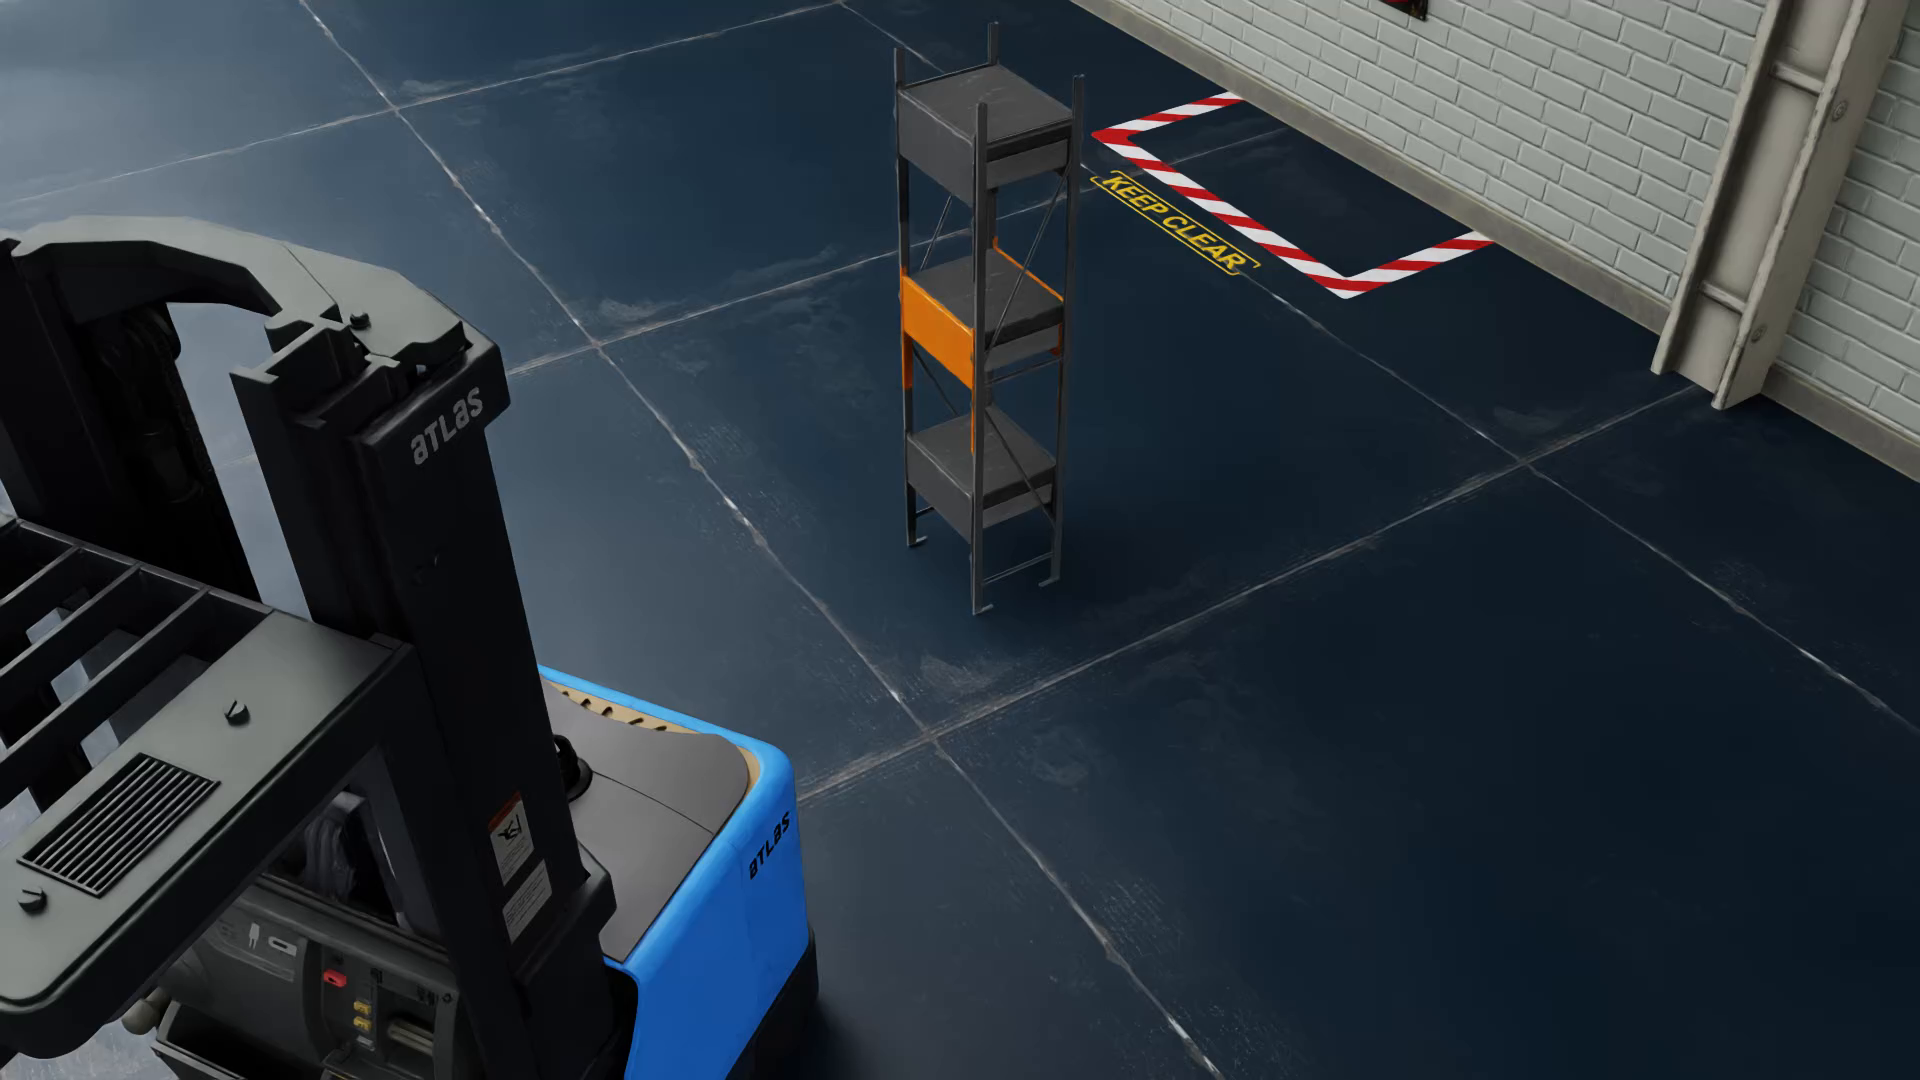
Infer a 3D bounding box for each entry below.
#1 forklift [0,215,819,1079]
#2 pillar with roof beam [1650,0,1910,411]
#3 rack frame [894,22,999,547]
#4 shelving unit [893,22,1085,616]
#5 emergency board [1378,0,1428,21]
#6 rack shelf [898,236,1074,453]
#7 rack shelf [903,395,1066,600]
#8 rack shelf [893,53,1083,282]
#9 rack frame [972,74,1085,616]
[{"bbox_3d":[-1.492,0.993,3.269,1.130,2.935,3.031,16,42,18],"label":"forklift"},{"bbox_3d":[-0.202,-2.712,2.975,9.100,9.000,0.400,-22,45,-24],"label":"pillar with roof beam"},{"bbox_3d":[-0.042,-0.849,6.129,0.400,2.100,0.015,-22,45,-24],"label":"rack frame"},{"bbox_3d":[0.089,-0.717,5.971,0.431,2.100,0.503,-22,45,-24],"label":"shelving unit"},{"bbox_3d":[2.131,-3.236,8.290,0.194,1.169,0.643,-22,45,-24],"label":"emergency board"},{"bbox_3d":[0.089,-0.707,5.979,0.431,0.518,0.480,-22,45,-24],"label":"rack shelf"},{"bbox_3d":[0.089,-0.169,6.427,0.431,0.518,0.480,-22,45,-24],"label":"rack shelf"},{"bbox_3d":[0.089,-1.245,5.531,0.431,0.518,0.480,-22,45,-24],"label":"rack shelf"},{"bbox_3d":[0.220,-0.586,5.813,0.400,2.100,0.015,-22,45,-24],"label":"rack frame"}]
